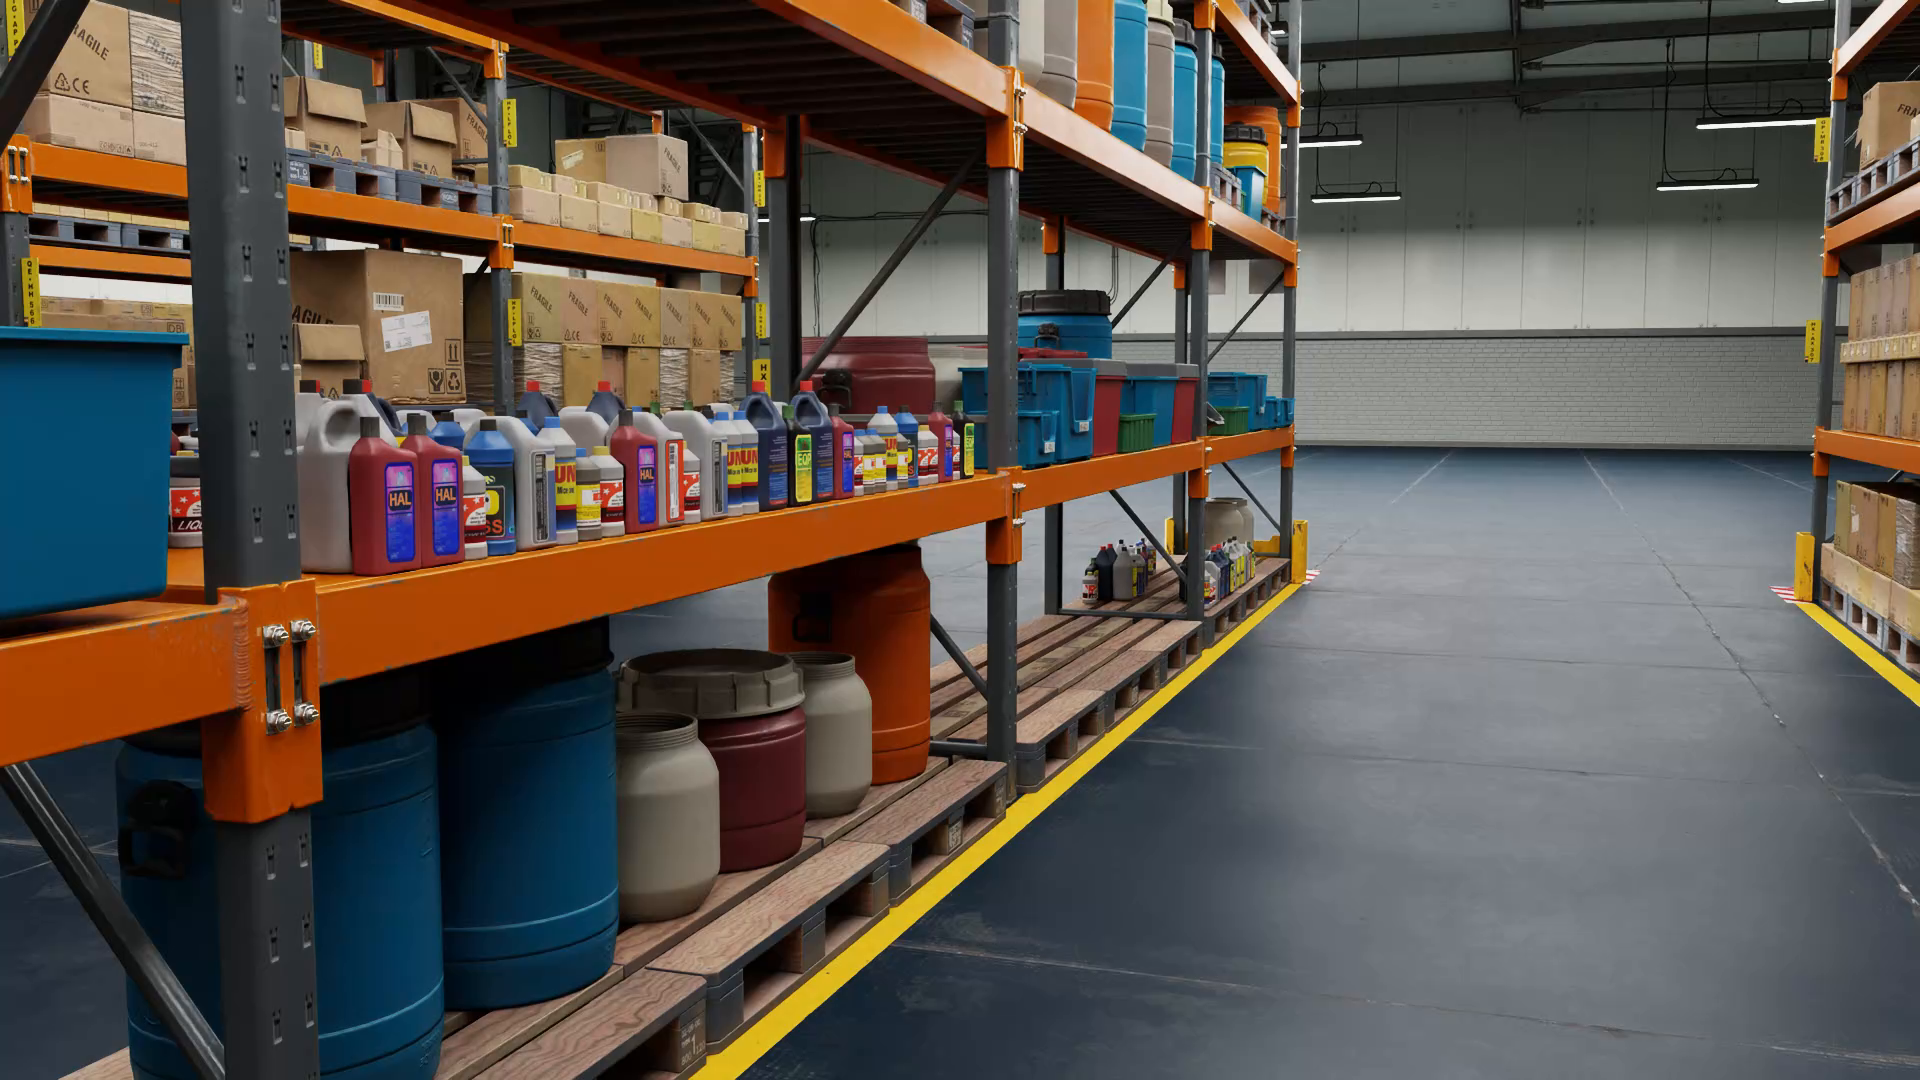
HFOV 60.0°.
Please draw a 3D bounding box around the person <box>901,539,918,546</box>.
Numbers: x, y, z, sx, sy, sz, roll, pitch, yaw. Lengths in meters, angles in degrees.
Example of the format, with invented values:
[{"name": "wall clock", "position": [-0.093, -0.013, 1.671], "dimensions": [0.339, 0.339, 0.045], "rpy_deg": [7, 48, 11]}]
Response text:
[{"name": "person", "position": [-0.400, -0.205, 10.898], "dimensions": [0.337, 1.676, 0.466], "rpy_deg": [2, 6, 20]}]
